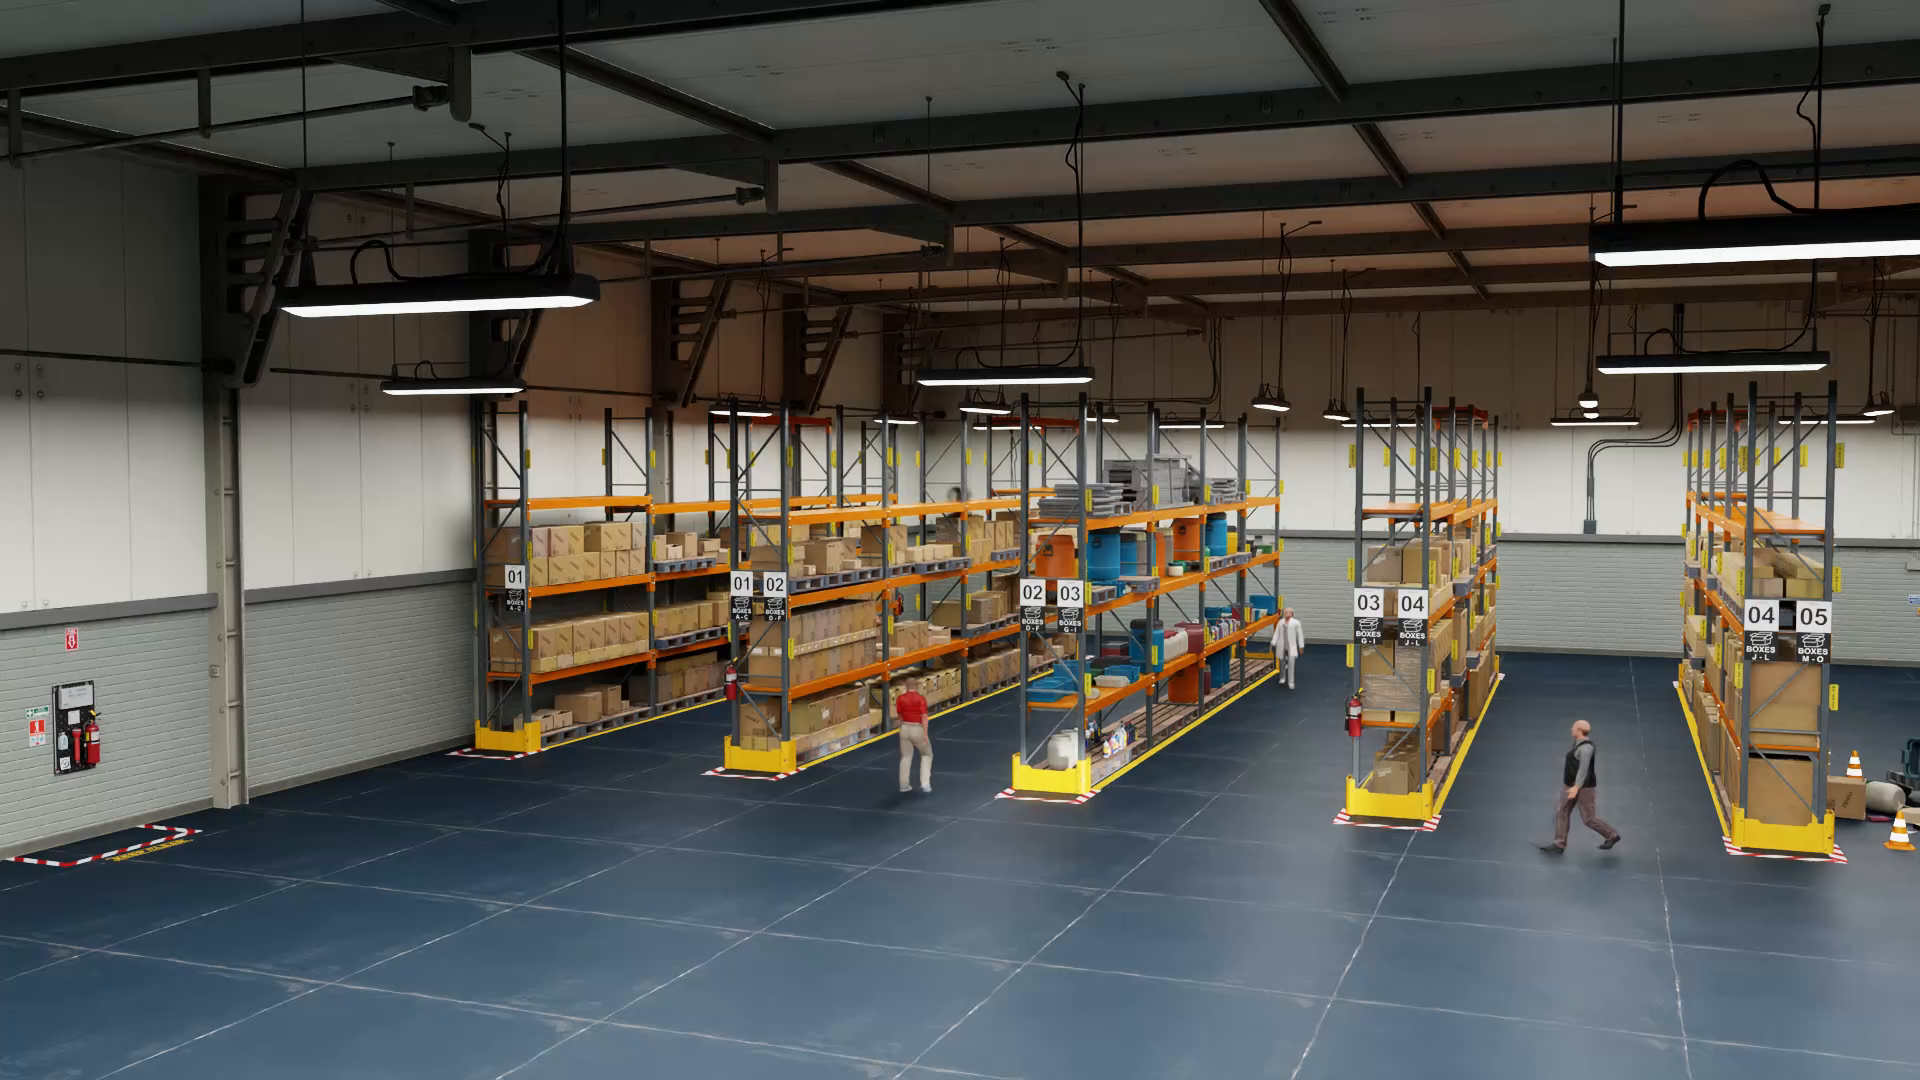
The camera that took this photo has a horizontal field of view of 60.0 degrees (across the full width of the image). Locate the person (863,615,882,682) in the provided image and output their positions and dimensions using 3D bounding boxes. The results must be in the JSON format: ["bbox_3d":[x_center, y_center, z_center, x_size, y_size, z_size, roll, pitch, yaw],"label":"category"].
[{"bbox_3d":[-1.889,2.456,35.994,0.532,1.679,0.745,1,3,18],"label":"person"}]

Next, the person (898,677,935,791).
[{"bbox_3d":[-0.651,2.951,24.993,0.570,1.798,0.623,2,3,35],"label":"person"}]

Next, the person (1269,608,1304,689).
[{"bbox_3d":[7.171,2.401,36.496,0.740,1.665,1.074,1,3,11],"label":"person"}]

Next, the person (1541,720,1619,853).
[{"bbox_3d":[7.871,3.128,21.027,0.912,1.704,0.492,-1,3,-14],"label":"person"}]
